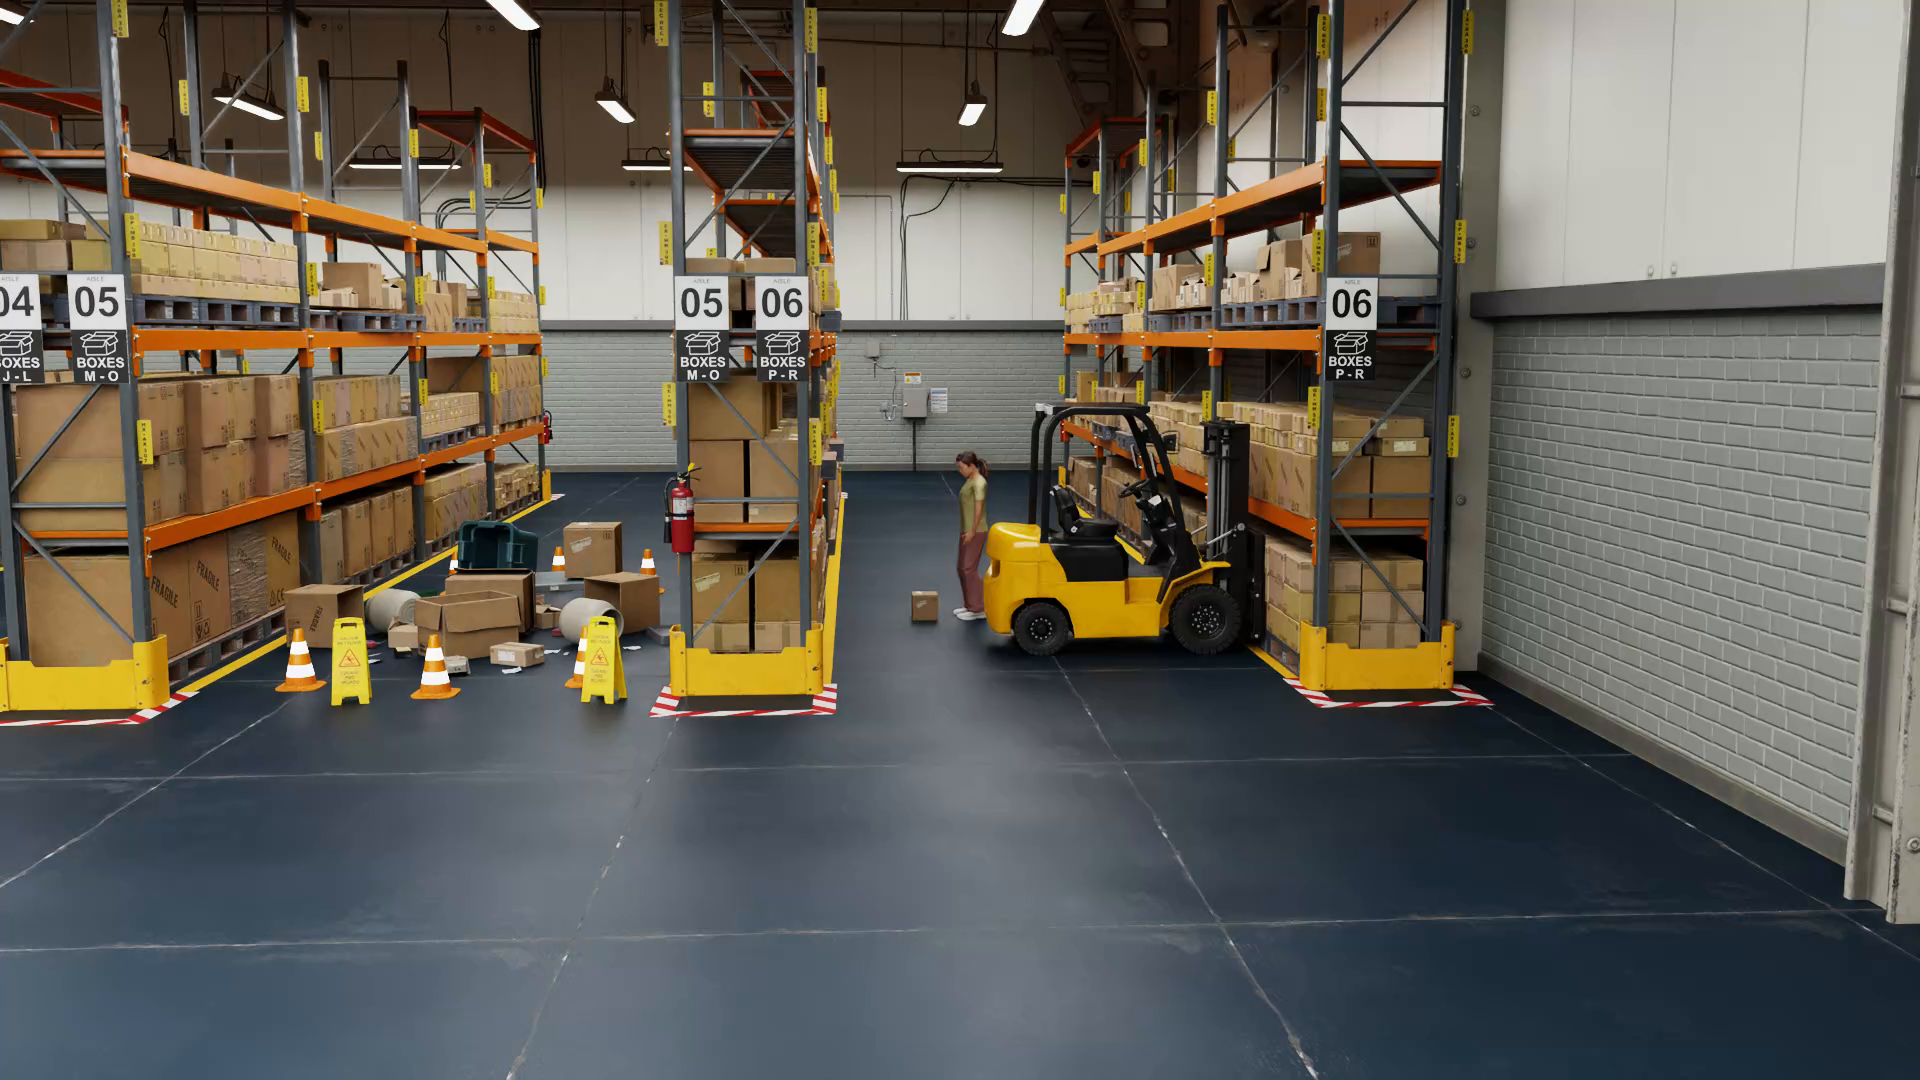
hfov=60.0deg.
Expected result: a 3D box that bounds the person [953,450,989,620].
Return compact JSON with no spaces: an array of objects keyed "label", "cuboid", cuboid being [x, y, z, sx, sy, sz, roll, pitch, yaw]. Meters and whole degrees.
[{"label":"person","cuboid":[0.123,-0.057,16.318,0.356,1.663,0.455,-1,7,-10]}]
